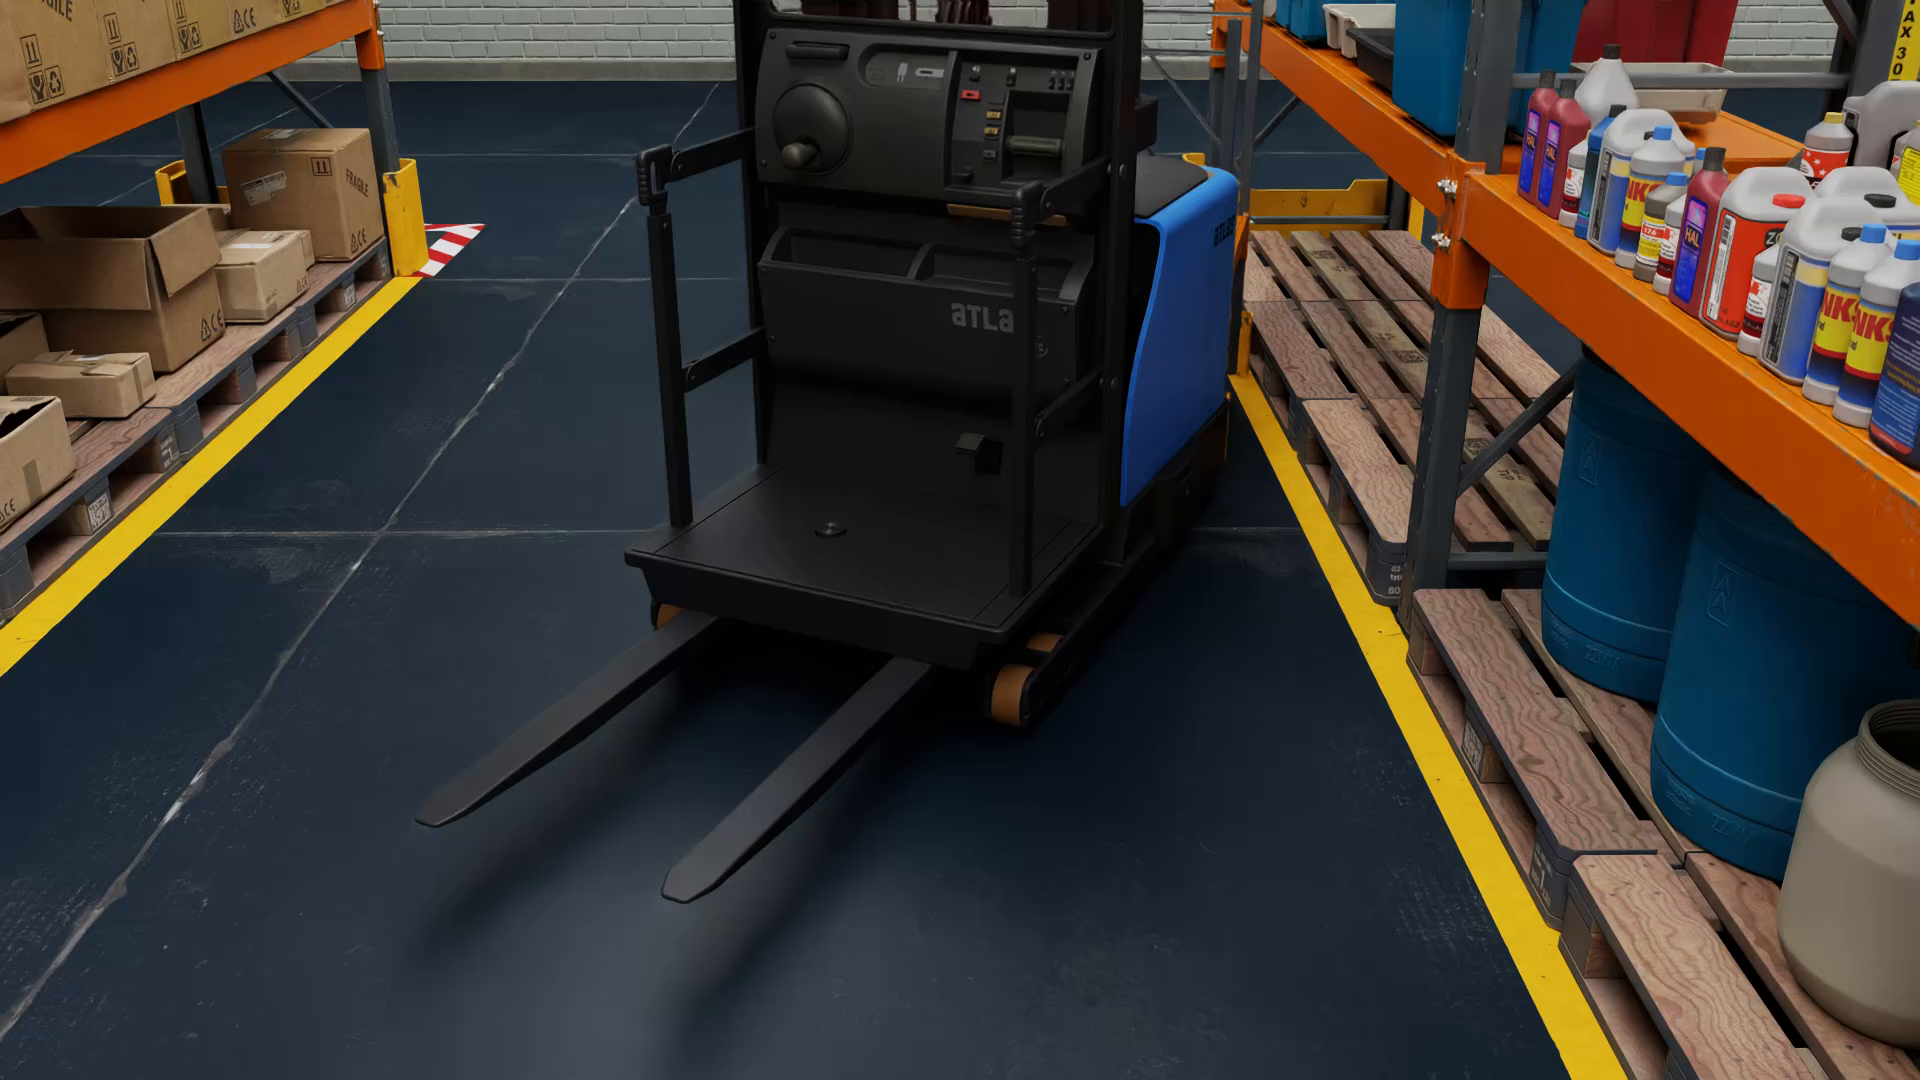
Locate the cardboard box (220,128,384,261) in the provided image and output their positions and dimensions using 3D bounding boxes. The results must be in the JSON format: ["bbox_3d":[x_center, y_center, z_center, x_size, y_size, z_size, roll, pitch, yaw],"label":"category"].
[{"bbox_3d":[-2.996,-1.586,7.615,0.500,0.500,0.500,0,24,-1],"label":"cardboard box"}]

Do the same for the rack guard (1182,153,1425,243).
[{"bbox_3d":[1.692,-1.639,8.266,1.175,0.500,0.348,0,24,-1],"label":"rack guard"}]

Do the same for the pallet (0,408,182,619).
[{"bbox_3d":[-3.211,-0.111,5.240,1.003,0.211,1.213,0,24,-1],"label":"pallet"}]

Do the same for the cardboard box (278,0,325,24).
[{"bbox_3d":[-2.962,-2.395,6.785,0.500,0.500,0.500,0,24,0],"label":"cardboard box"}]

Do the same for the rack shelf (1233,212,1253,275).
[{"bbox_3d":[0.762,-1.017,6.114,0.538,0.185,1.000,6,25,12],"label":"rack shelf"}]

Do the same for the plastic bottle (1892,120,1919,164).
[{"bbox_3d":[2.105,-0.820,3.665,0.097,0.201,0.097,0,24,0],"label":"plastic bottle"}]

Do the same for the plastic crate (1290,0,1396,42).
[{"bbox_3d":[1.396,-1.949,6.050,0.416,0.233,0.300,0,24,-1],"label":"plastic crate"}]

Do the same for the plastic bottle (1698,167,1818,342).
[{"bbox_3d":[1.383,-0.489,2.842,0.152,0.276,0.135,0,24,-1],"label":"plastic bottle"}]

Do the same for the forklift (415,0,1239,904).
[{"bbox_3d":[-0.188,-1.063,4.044,1.130,2.935,3.031,11,27,23],"label":"forklift"}]

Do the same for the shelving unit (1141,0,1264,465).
[{"bbox_3d":[0.765,-1.184,6.048,0.587,1.500,1.083,6,25,12],"label":"shelving unit"}]

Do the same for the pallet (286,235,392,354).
[{"bbox_3d":[-3.238,-1.116,7.463,1.003,0.211,1.213,0,24,-1],"label":"pallet"}]

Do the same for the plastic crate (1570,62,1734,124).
[{"bbox_3d":[1.886,-1.219,4.553,0.396,0.136,0.243,0,24,-1],"label":"plastic crate"}]

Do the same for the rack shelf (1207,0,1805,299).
[{"bbox_3d":[1.727,-1.616,6.056,1.077,0.370,4.000,0,24,-1],"label":"rack shelf"}]

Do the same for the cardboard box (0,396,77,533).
[{"bbox_3d":[-2.993,-0.248,4.887,0.500,0.311,0.500,0,24,-1],"label":"cardboard box"}]

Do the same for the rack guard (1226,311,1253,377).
[{"bbox_3d":[0.881,-0.814,6.747,0.587,0.250,0.087,6,25,12],"label":"rack guard"}]

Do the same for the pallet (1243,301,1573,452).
[{"bbox_3d":[1.686,-0.656,6.444,1.003,0.211,1.213,0,24,-1],"label":"pallet"}]

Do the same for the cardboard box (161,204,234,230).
[{"bbox_3d":[-3.587,-1.474,7.796,0.380,0.149,0.250,0,24,-1],"label":"cardboard box"}]

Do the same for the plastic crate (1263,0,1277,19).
[{"bbox_3d":[1.307,-2.160,6.632,0.250,0.136,0.298,0,24,-1],"label":"plastic crate"}]

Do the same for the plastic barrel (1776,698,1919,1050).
[{"bbox_3d":[1.662,0.572,2.855,0.421,0.512,0.421,0,24,0],"label":"plastic barrel"}]

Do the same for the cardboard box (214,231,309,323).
[{"bbox_3d":[-3.016,-1.080,6.801,0.500,0.250,0.500,0,24,-1],"label":"cardboard box"}]

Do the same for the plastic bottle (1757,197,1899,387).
[{"bbox_3d":[1.385,-0.393,2.630,0.152,0.276,0.135,0,24,-1],"label":"plastic bottle"}]

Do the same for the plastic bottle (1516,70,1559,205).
[{"bbox_3d":[1.326,-0.913,3.771,0.061,0.283,0.133,0,24,-1],"label":"plastic bottle"}]

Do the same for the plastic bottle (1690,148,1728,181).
[{"bbox_3d":[1.501,-0.694,3.385,0.097,0.201,0.097,0,24,0],"label":"plastic bottle"}]

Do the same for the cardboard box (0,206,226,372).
[{"bbox_3d":[-3.230,-0.936,6.175,0.797,0.503,0.637,0,24,-1],"label":"cardboard box"}]

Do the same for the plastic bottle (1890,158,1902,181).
[{"bbox_3d":[1.956,-0.709,3.419,0.097,0.201,0.097,0,24,0],"label":"plastic bottle"}]

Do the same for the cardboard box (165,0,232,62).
[{"bbox_3d":[-2.957,-1.982,5.871,0.500,0.500,0.500,-1,24,-1],"label":"cardboard box"}]

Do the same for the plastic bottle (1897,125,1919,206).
[{"bbox_3d":[1.942,-0.719,3.260,0.144,0.351,0.185,0,24,-1],"label":"plastic bottle"}]

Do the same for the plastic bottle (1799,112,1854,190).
[{"bbox_3d":[1.952,-0.860,3.752,0.097,0.201,0.097,0,24,0],"label":"plastic bottle"}]

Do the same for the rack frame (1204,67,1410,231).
[{"bbox_3d":[1.705,-2.768,7.730,1.000,3.000,0.127,0,24,-1],"label":"rack frame"}]

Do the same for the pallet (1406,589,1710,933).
[{"bbox_3d":[1.715,0.469,3.956,1.003,0.211,1.213,0,24,-1],"label":"pallet"}]

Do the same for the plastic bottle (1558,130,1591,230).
[{"bbox_3d":[1.347,-0.773,3.561,0.097,0.201,0.097,0,24,0],"label":"plastic bottle"}]

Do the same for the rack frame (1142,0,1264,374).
[{"bbox_3d":[0.881,-1.384,6.490,0.500,1.500,0.032,6,25,12],"label":"rack frame"}]

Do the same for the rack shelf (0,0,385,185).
[{"bbox_3d":[-3.226,-1.595,6.010,1.077,0.370,4.000,0,24,-1],"label":"rack shelf"}]

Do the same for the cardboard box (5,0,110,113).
[{"bbox_3d":[-2.946,-1.566,4.952,0.500,0.500,0.500,0,24,0],"label":"cardboard box"}]

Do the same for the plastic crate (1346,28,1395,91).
[{"bbox_3d":[1.468,-1.481,5.147,0.437,0.125,0.590,0,24,-1],"label":"plastic crate"}]

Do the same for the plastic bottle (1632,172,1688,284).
[{"bbox_3d":[1.352,-0.598,3.173,0.097,0.201,0.097,0,24,0],"label":"plastic bottle"}]

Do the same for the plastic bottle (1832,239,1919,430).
[{"bbox_3d":[1.360,-0.303,2.437,0.097,0.271,0.097,0,24,0],"label":"plastic bottle"}]

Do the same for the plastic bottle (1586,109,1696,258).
[{"bbox_3d":[1.377,-0.720,3.352,0.152,0.276,0.135,0,24,-1],"label":"plastic bottle"}]

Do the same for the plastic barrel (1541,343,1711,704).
[{"bbox_3d":[1.737,-0.130,3.935,0.600,0.901,0.708,0,24,-1],"label":"plastic barrel"}]

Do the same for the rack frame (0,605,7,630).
[{"bbox_3d":[-3.205,-1.099,4.039,1.000,3.000,0.127,0,24,-1],"label":"rack frame"}]
